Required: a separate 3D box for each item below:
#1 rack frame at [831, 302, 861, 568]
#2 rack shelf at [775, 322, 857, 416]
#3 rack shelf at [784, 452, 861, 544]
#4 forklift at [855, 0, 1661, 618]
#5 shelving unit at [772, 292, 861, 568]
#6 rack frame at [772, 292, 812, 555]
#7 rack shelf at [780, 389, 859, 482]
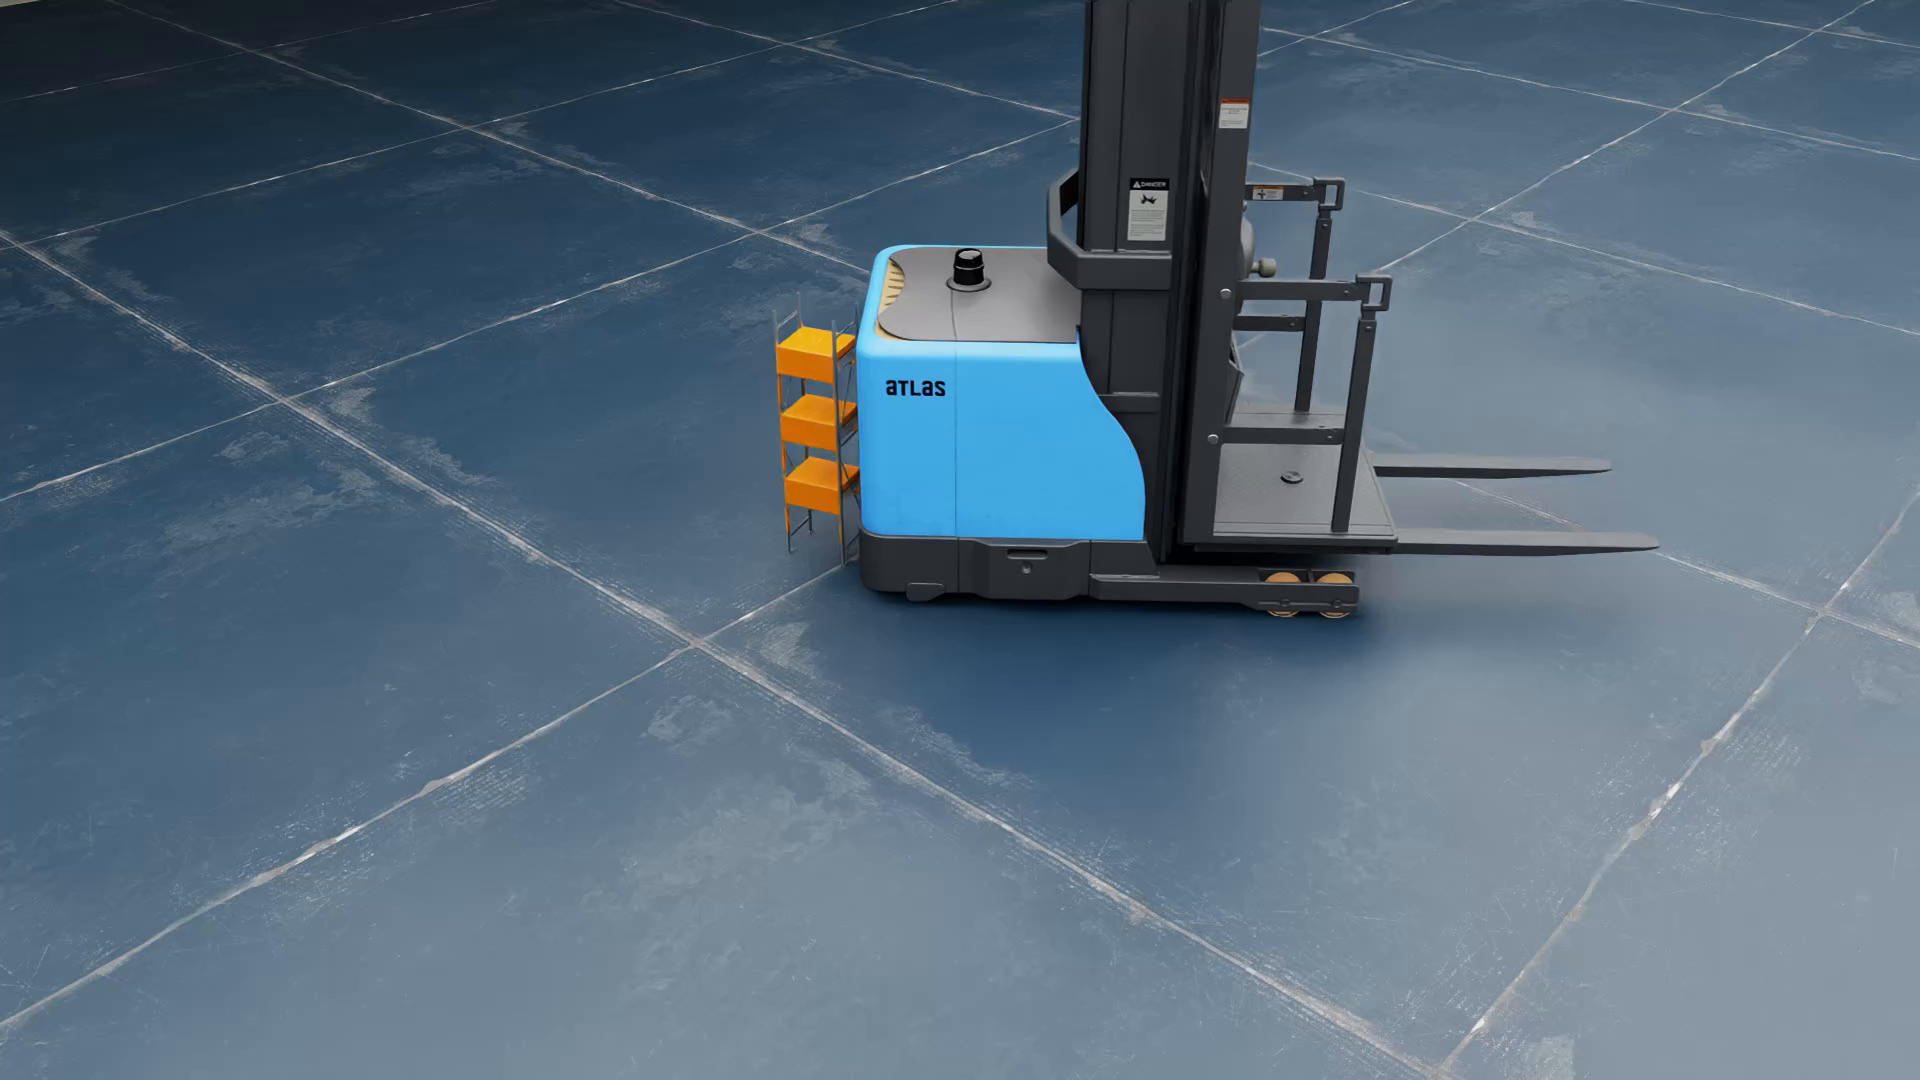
[{"bbox_3d":[-0.423,-0.389,6.378,0.008,1.050,0.200,13,33,20],"label":"rack frame"},{"bbox_3d":[-0.535,-0.648,6.279,0.240,0.259,0.215,13,33,20],"label":"rack shelf"},{"bbox_3d":[-0.535,-0.167,6.568,0.240,0.259,0.215,13,33,20],"label":"rack shelf"},{"bbox_3d":[1.147,-1.242,5.972,3.031,2.935,1.130,1,31,2],"label":"forklift"},{"bbox_3d":[-0.535,-0.414,6.419,0.252,1.050,0.215,13,33,20],"label":"shelving unit"},{"bbox_3d":[-0.647,-0.439,6.461,0.008,1.050,0.200,13,33,20],"label":"rack frame"},{"bbox_3d":[-0.535,-0.405,6.425,0.240,0.259,0.215,13,33,20],"label":"rack shelf"}]
